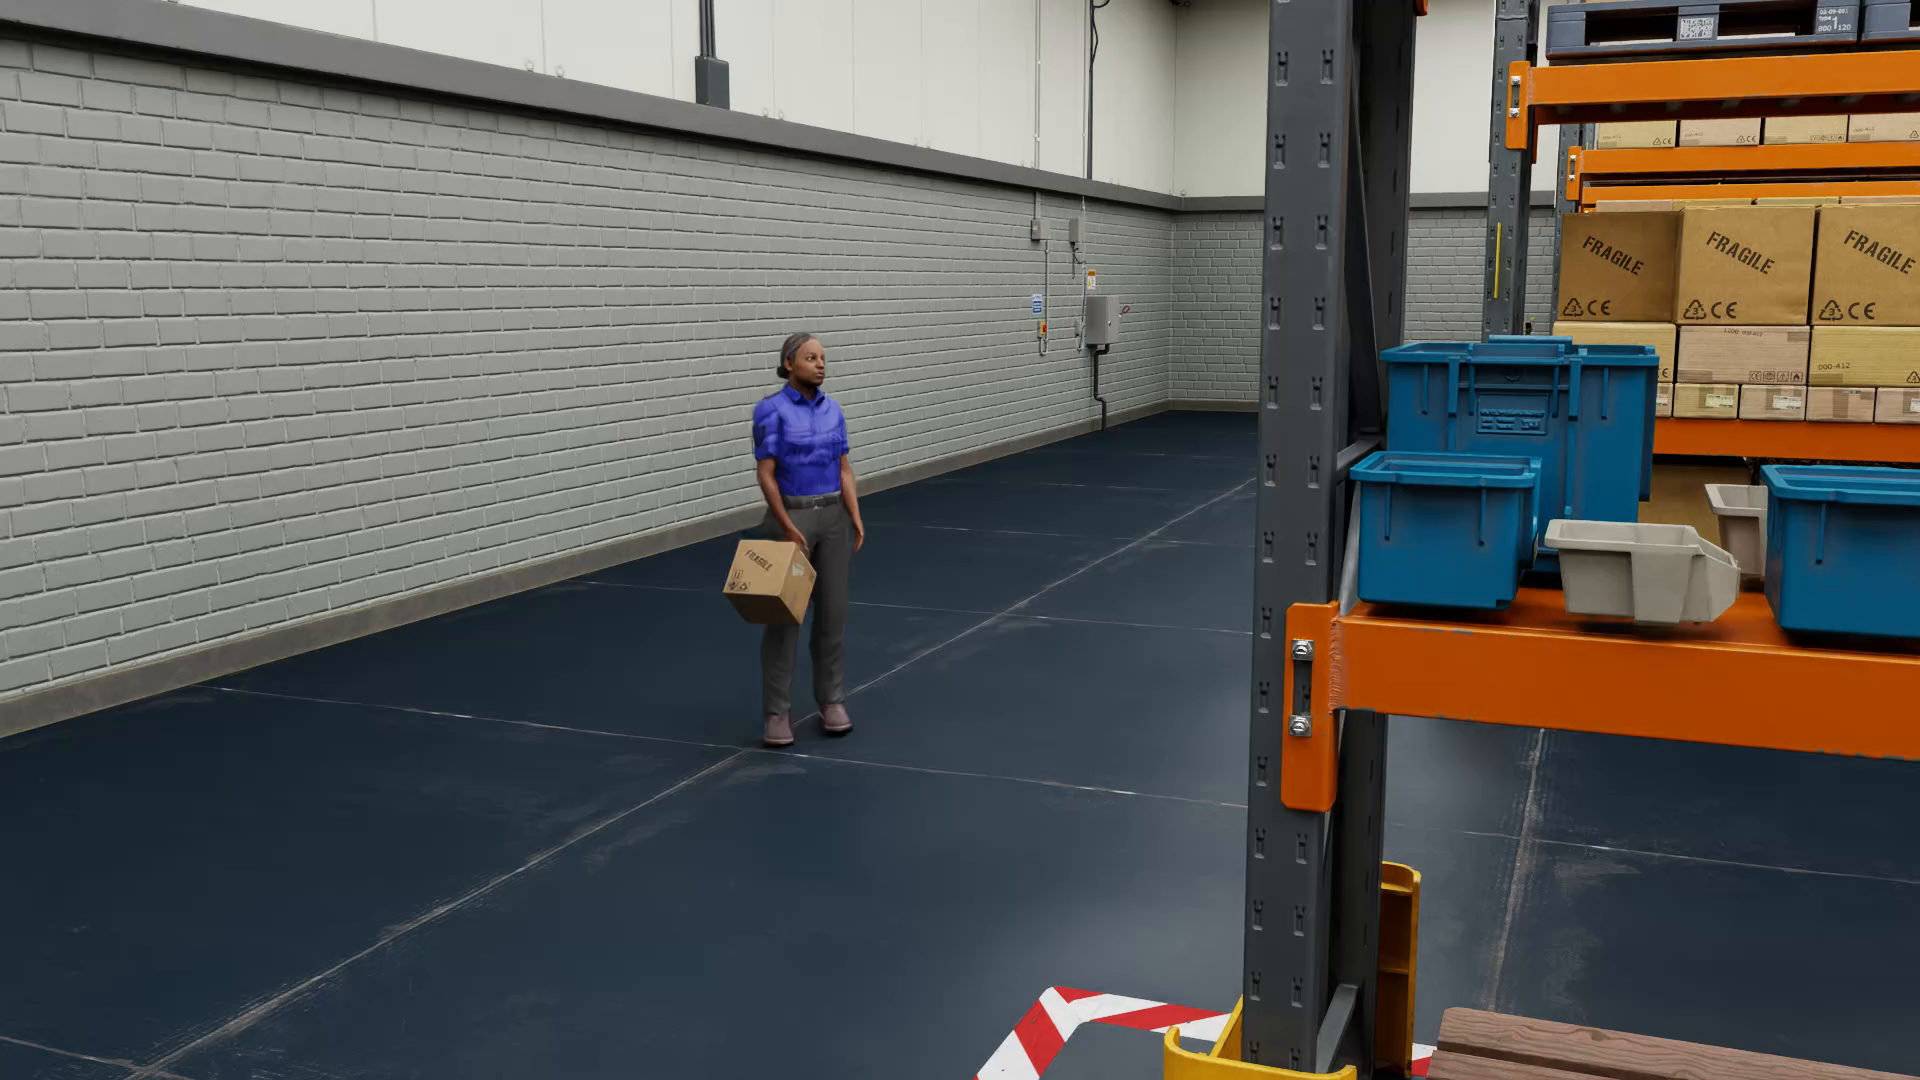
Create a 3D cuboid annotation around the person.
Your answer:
[{"bbox_3d":[-0.645,-0.019,6.909,0.538,1.666,0.421,-8,12,-41],"label":"person"}]
